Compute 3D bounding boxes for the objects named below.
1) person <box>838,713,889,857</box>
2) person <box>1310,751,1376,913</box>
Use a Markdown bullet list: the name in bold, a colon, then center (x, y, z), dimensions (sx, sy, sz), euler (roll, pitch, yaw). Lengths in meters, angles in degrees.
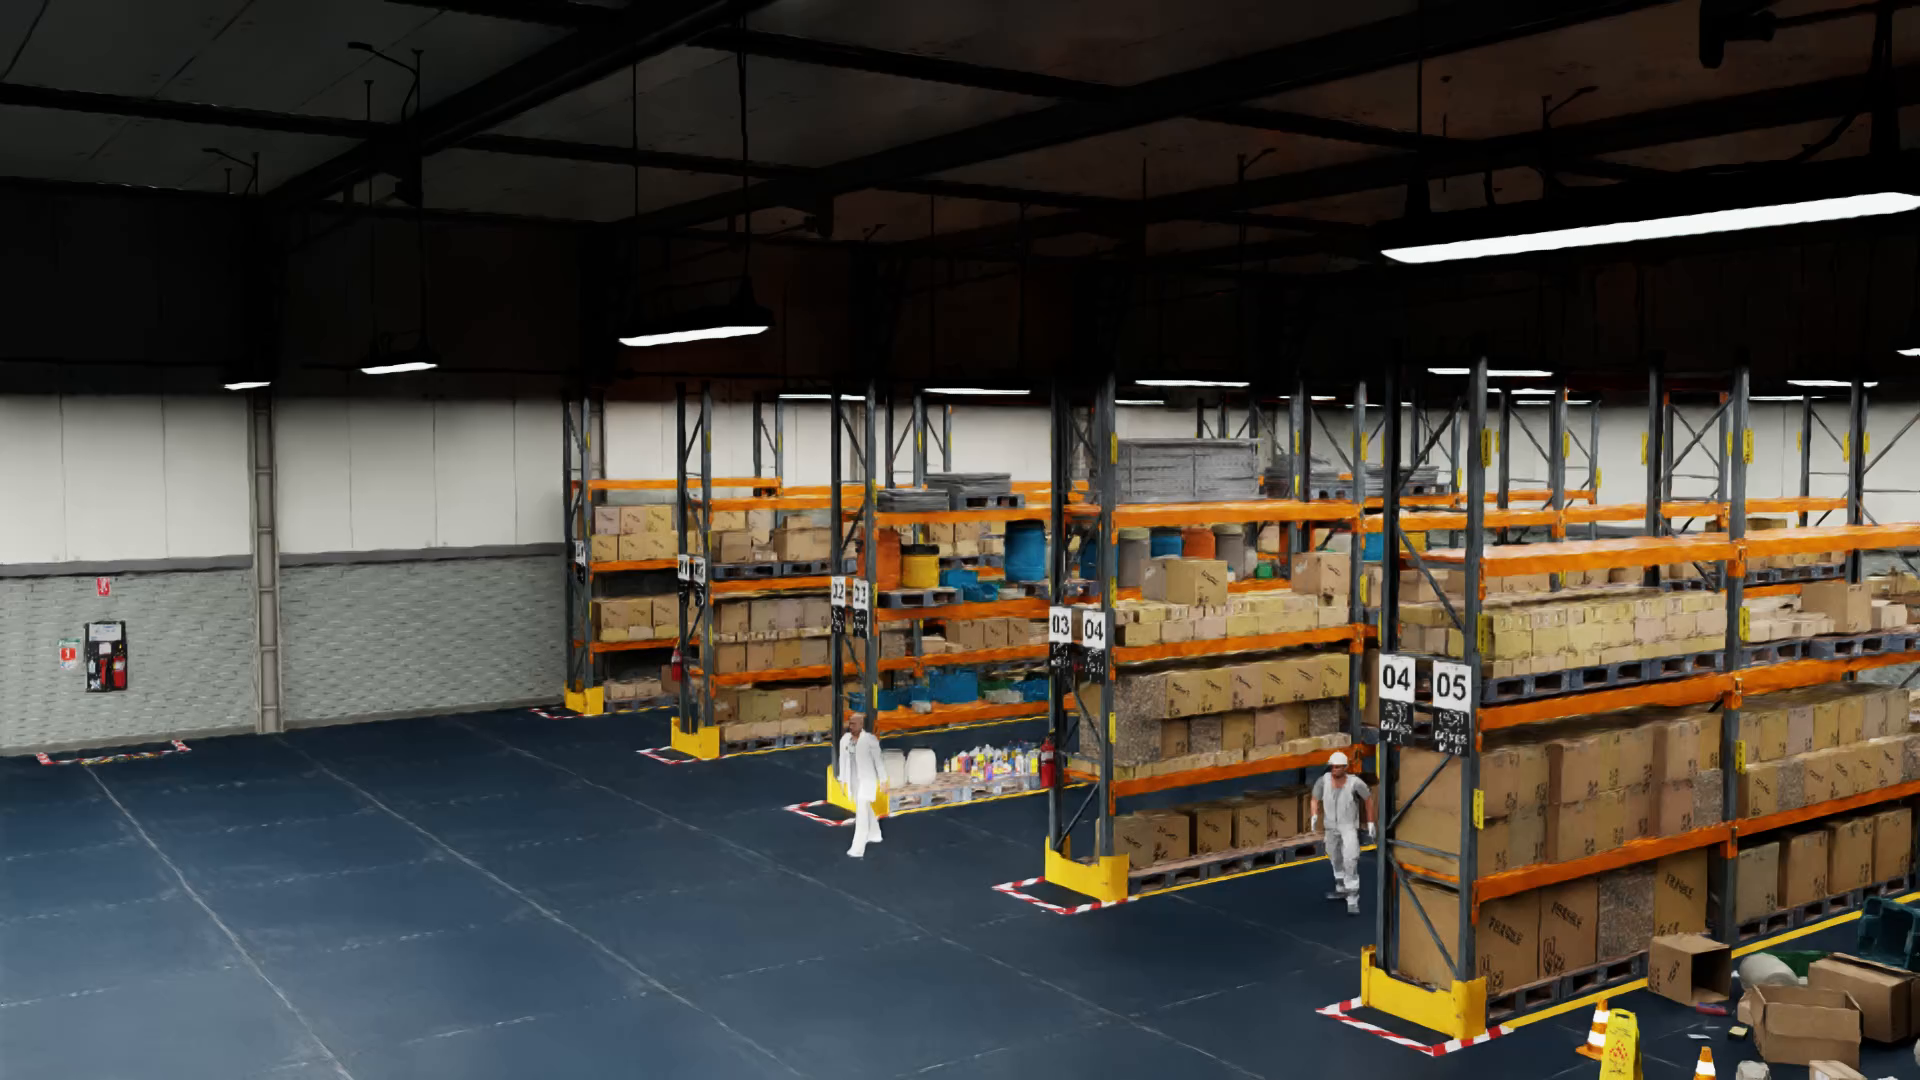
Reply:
- **person**: center (-1.236, 2.984, 20.520), dimensions (0.635, 1.735, 1.030), euler (2, 4, 33)
- **person**: center (4.163, 3.132, 18.085), dimensions (0.682, 1.718, 0.811), euler (3, 5, 36)
